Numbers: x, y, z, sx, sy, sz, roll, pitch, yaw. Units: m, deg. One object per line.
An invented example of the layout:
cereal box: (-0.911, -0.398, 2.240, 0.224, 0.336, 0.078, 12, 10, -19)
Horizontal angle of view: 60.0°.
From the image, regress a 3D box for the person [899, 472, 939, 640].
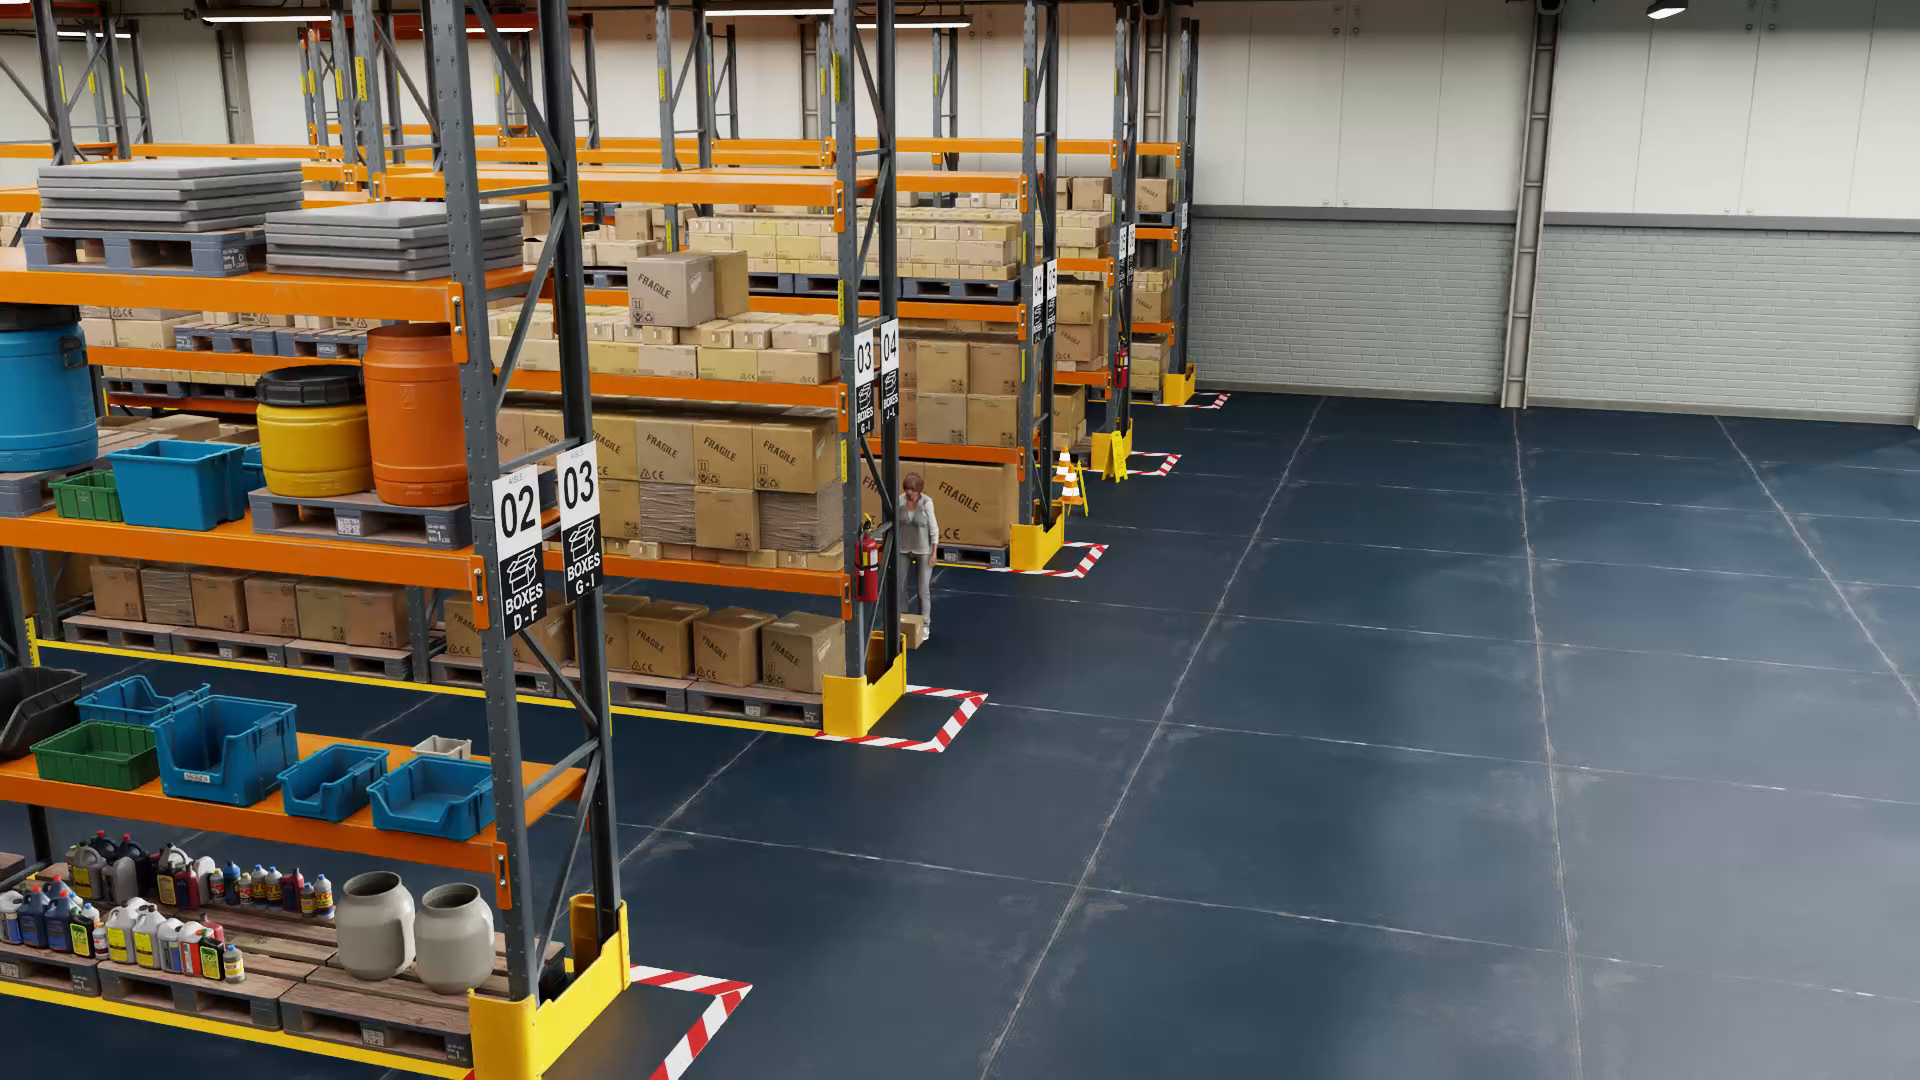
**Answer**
person: (-0.432, 0.135, 15.433, 0.472, 1.593, 0.350, 4, 16, 15)
